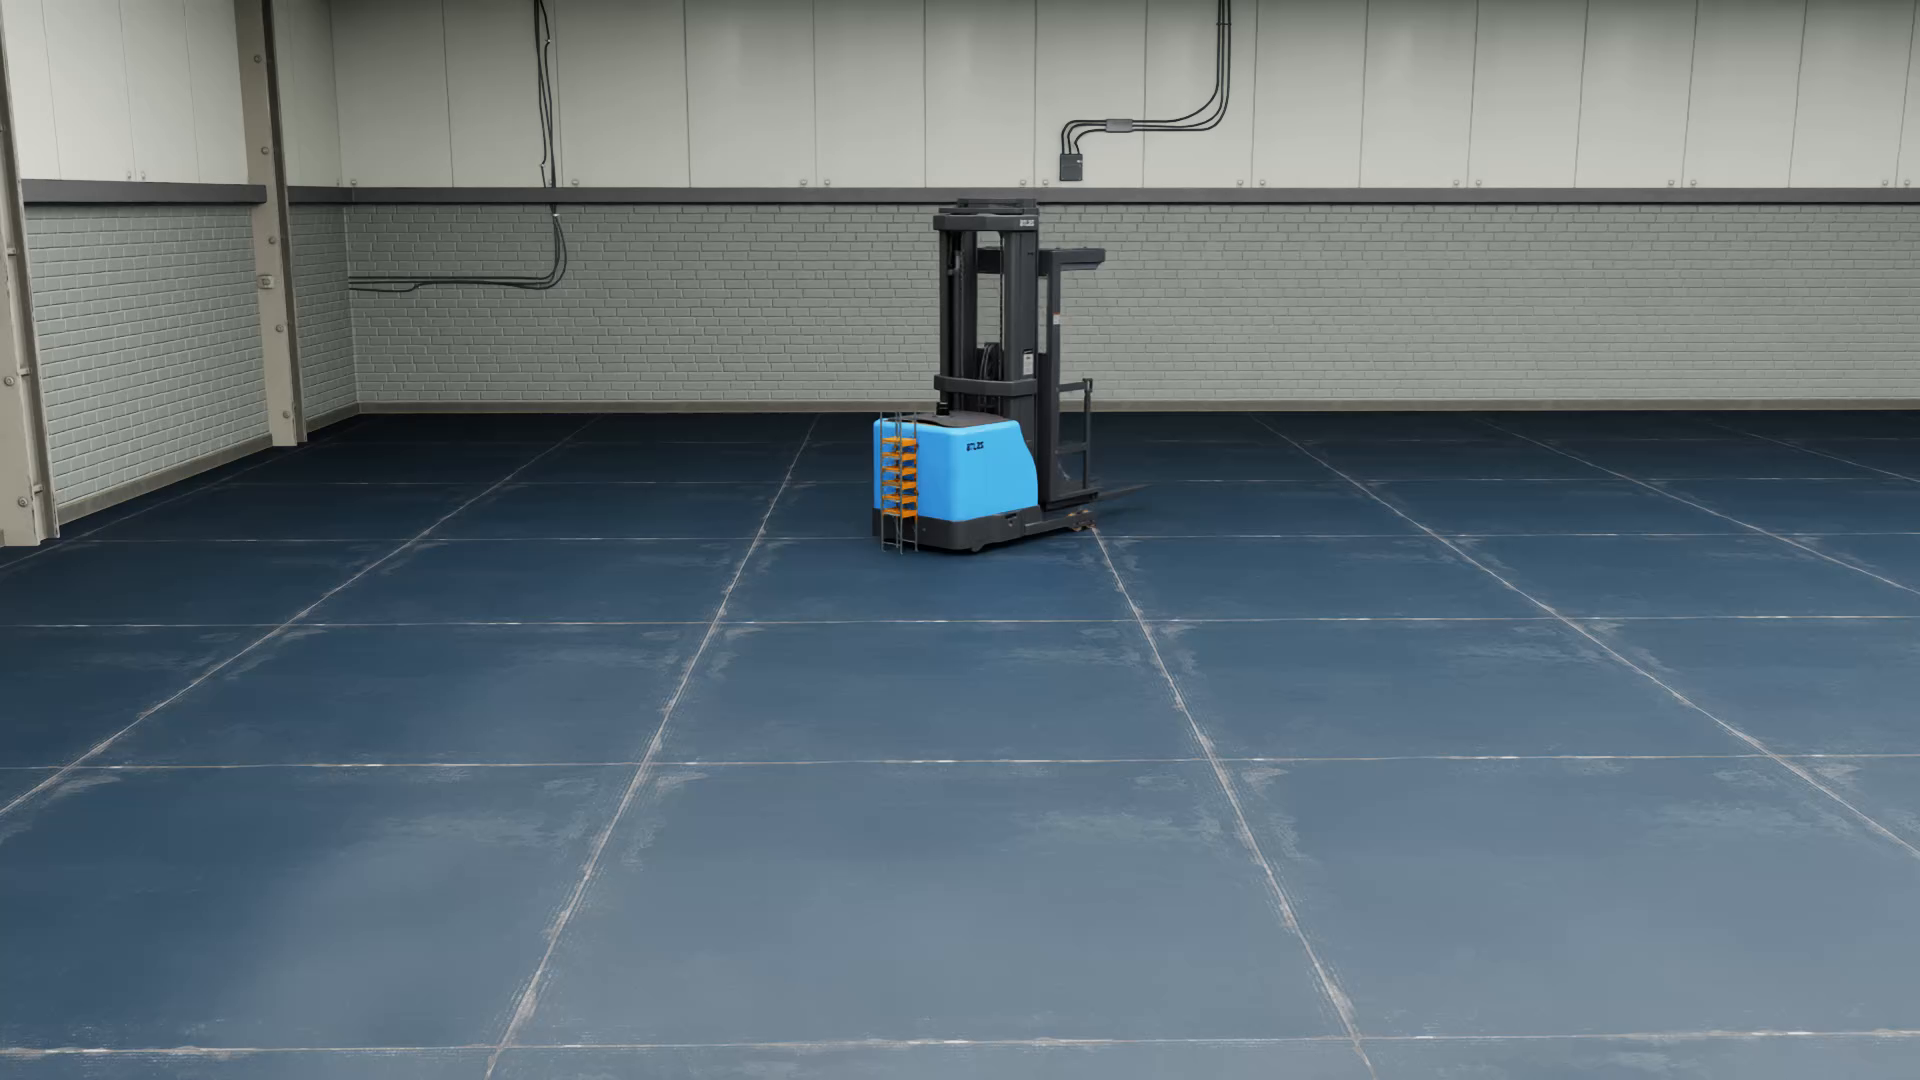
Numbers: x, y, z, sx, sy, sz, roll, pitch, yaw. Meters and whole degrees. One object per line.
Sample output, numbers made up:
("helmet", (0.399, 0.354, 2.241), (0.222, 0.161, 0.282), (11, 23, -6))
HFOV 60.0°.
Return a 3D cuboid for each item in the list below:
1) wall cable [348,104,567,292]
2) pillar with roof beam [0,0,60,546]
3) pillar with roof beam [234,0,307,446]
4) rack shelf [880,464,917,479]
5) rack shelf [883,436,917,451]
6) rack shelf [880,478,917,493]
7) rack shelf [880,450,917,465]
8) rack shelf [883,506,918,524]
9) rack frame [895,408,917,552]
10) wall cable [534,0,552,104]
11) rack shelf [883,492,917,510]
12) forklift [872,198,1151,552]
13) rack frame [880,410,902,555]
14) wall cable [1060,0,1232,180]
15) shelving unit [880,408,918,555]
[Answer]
("wall cable", (-6.967, -4.662, 22.713), (3.097, 2.526, 0.112), (0, 11, -1))
("pillar with roof beam", (-3.801, -4.417, 13.699), (9.100, 9.000, 0.400), (0, 11, -1))
("pillar with roof beam", (-3.925, -5.610, 19.578), (9.100, 9.000, 0.400), (0, 11, -1))
("rack shelf", (-0.513, -0.562, 13.934), (0.258, 0.103, 0.180), (10, 15, 41))
("rack shelf", (-0.513, -0.798, 13.886), (0.258, 0.103, 0.180), (10, 15, 41))
("rack shelf", (-0.513, -0.445, 13.958), (0.258, 0.103, 0.180), (10, 15, 41))
("rack shelf", (-0.513, -0.680, 13.910), (0.258, 0.103, 0.180), (10, 15, 41))
("rack shelf", (-0.513, -0.210, 14.005), (0.258, 0.103, 0.180), (10, 15, 41))
("rack frame", (-0.453, -0.502, 14.016), (0.240, 1.200, 0.006), (10, 15, 41))
("wall cable", (-4.263, -7.148, 22.266), (3.097, 2.526, 0.112), (0, 11, -1))
("rack shelf", (-0.513, -0.327, 13.982), (0.258, 0.103, 0.180), (10, 15, 41))
("forklift", (0.595, -1.570, 14.926), (1.130, 2.935, 3.031), (10, 15, 41))
("rack frame", (-0.574, -0.475, 13.882), (0.240, 1.200, 0.006), (10, 15, 41))
("wall cable", (2.524, -7.886, 22.243), (2.305, 6.003, 0.169), (0, 11, -1))
("shelving unit", (-0.513, -0.488, 13.949), (0.258, 1.200, 0.189), (10, 15, 41))
